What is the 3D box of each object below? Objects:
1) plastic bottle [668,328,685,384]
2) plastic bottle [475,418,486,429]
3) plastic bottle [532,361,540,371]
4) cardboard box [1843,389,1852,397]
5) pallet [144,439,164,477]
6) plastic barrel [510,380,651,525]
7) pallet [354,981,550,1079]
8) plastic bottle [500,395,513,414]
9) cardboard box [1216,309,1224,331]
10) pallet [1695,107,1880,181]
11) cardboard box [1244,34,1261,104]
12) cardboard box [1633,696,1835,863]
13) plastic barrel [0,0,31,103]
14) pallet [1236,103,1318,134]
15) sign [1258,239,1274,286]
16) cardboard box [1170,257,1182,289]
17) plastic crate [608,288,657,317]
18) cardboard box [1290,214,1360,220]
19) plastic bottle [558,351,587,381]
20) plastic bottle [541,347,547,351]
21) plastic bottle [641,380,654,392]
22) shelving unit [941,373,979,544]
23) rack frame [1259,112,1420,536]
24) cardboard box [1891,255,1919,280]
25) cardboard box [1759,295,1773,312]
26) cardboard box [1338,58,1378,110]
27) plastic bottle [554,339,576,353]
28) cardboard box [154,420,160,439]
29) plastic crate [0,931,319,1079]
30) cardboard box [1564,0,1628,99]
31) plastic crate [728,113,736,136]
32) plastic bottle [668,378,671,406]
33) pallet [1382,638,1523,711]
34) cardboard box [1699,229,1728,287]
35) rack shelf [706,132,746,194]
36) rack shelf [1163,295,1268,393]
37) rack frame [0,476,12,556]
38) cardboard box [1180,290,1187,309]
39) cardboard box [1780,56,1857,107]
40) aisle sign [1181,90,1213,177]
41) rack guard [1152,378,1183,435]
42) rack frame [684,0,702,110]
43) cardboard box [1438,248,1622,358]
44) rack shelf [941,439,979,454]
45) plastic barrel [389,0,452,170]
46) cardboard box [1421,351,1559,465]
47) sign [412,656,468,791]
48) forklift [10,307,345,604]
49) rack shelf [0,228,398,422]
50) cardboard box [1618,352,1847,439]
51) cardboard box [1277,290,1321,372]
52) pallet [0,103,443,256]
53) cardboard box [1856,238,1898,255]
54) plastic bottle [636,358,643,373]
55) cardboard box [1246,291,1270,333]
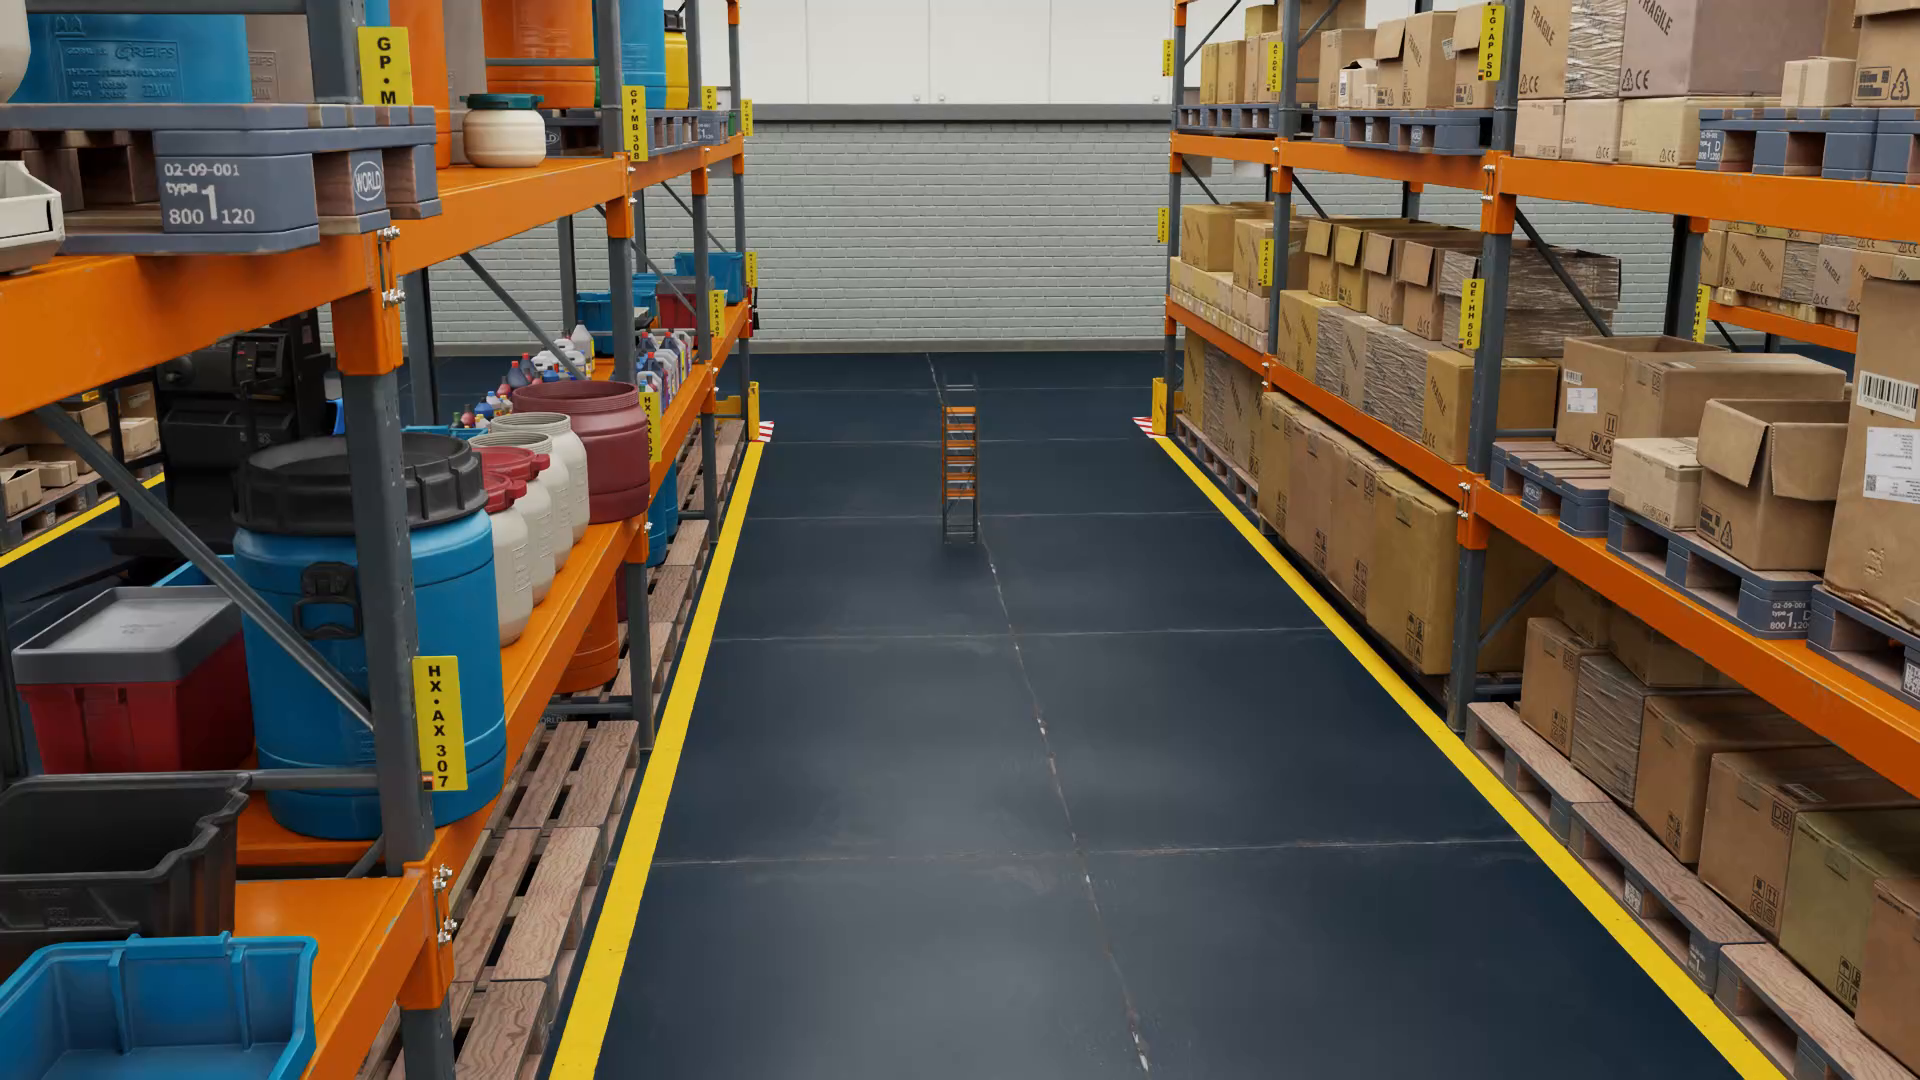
[{"bbox_3d":[-1.854,-1.180,10.693,0.144,0.351,0.185,-1,14,-3],"label":"plastic bottle"},{"bbox_3d":[-2.443,-0.517,8.415,0.097,0.201,0.097,0,14,0],"label":"plastic bottle"},{"bbox_3d":[-2.537,-0.927,9.869,0.097,0.271,0.097,0,14,0],"label":"plastic bottle"},{"bbox_3d":[7.733,-1.209,14.391,0.380,0.149,0.250,-1,14,-5],"label":"cardboard box"},{"bbox_3d":[-7.374,-0.779,14.632,1.003,0.211,1.213,-1,14,-3],"label":"pallet"},{"bbox_3d":[-1.658,-0.388,7.242,0.600,0.536,0.708,-1,14,-3],"label":"plastic barrel"},{"bbox_3d":[-1.829,1.718,4.927,1.003,0.211,1.213,-1,14,-3],"label":"pallet"},{"bbox_3d":[-2.486,-0.687,9.074,0.097,0.201,0.097,0,14,0],"label":"plastic bottle"},{"bbox_3d":[2.281,-1.773,13.402,0.380,0.149,0.250,-1,14,-4],"label":"cardboard box"},{"bbox_3d":[3.203,-1.289,5.375,1.213,0.211,1.003,-1,14,-3],"label":"pallet"},{"bbox_3d":[2.569,-3.585,12.675,0.700,0.500,0.500,0,14,-1],"label":"cardboard box"},{"bbox_3d":[3.105,0.933,6.514,0.700,0.500,0.500,0,14,1],"label":"cardboard box"},{"bbox_3d":[-1.911,-1.038,2.955,0.421,0.512,0.421,0,14,0],"label":"plastic barrel"},{"bbox_3d":[2.666,-3.118,12.282,1.003,0.211,1.213,-1,14,-3],"label":"pallet"},{"bbox_3d":[2.153,-1.953,11.701,0.100,0.325,0.005,-1,14,-3],"label":"sign"},{"bbox_3d":[2.219,-2.447,15.221,0.500,0.250,0.500,-1,14,-5],"label":"cardboard box"},{"bbox_3d":[-2.717,-1.977,13.905,0.416,0.233,0.300,-1,14,-3],"label":"plastic crate"},{"bbox_3d":[2.872,-2.314,13.199,0.500,0.500,0.500,-1,14,-5],"label":"cardboard box"},{"bbox_3d":[-2.379,-1.019,10.215,0.152,0.276,0.135,-1,14,-3],"label":"plastic bottle"},{"bbox_3d":[-2.585,-1.053,10.332,0.061,0.283,0.133,-1,14,-3],"label":"plastic bottle"},{"bbox_3d":[-1.731,-0.742,9.150,0.097,0.271,0.097,0,14,0],"label":"plastic bottle"},{"bbox_3d":[0.001,-0.577,11.863,0.258,1.200,0.189,-1,14,-3],"label":"shelving unit"},{"bbox_3d":[2.706,-1.504,11.853,1.000,3.000,0.127,-1,14,-3],"label":"rack frame"},{"bbox_3d":[7.351,-1.864,12.454,0.500,0.500,0.500,-1,14,-3],"label":"cardboard box"},{"bbox_3d":[7.274,-2.083,14.605,0.380,0.149,0.250,-1,14,-4],"label":"cardboard box"},{"bbox_3d":[2.684,-2.843,10.372,0.500,0.311,0.500,-1,14,-5],"label":"cardboard box"},{"bbox_3d":[-2.566,-1.156,10.747,0.152,0.276,0.135,-1,14,-3],"label":"plastic bottle"},{"bbox_3d":[-7.214,-0.954,14.519,0.380,0.166,0.250,-1,14,-3],"label":"cardboard box"},{"bbox_3d":[-1.402,0.905,2.788,0.499,0.251,0.616,-1,14,-3],"label":"plastic crate"},{"bbox_3d":[2.754,-2.006,6.578,0.500,0.500,0.500,-1,14,-3],"label":"cardboard box"},{"bbox_3d":[-2.139,-3.532,14.139,0.450,0.188,0.336,-1,14,-3],"label":"plastic crate"},{"bbox_3d":[-1.779,-0.903,9.914,0.097,0.201,0.097,0,14,0],"label":"plastic bottle"},{"bbox_3d":[2.981,0.644,9.101,1.003,0.211,1.213,-1,14,-3],"label":"pallet"},{"bbox_3d":[7.167,-2.627,15.419,0.500,0.500,0.500,0,14,-1],"label":"cardboard box"},{"bbox_3d":[-2.361,-3.030,13.205,1.077,0.370,4.000,-1,14,-3],"label":"rack shelf"},{"bbox_3d":[2.582,-1.653,13.876,1.077,0.370,4.000,-1,14,-3],"label":"rack shelf"},{"bbox_3d":[-7.181,-1.352,11.262,1.000,3.000,0.127,-1,14,-3],"label":"rack frame"},{"bbox_3d":[2.185,-2.157,14.892,0.380,0.149,0.250,-1,14,-5],"label":"cardboard box"},{"bbox_3d":[2.986,-1.522,5.530,0.380,0.166,0.250,-1,14,-5],"label":"cardboard box"},{"bbox_3d":[2.155,-3.771,15.447,0.394,0.787,0.004,-1,14,-3],"label":"aisle sign"},{"bbox_3d":[2.457,-1.294,16.054,1.175,0.500,0.348,-1,14,-3],"label":"rack guard"},{"bbox_3d":[-2.237,-4.333,10.808,1.000,3.000,0.127,-1,14,-3],"label":"rack frame"},{"bbox_3d":[2.925,-1.226,8.557,0.797,0.503,0.637,0,14,-2],"label":"cardboard box"},{"bbox_3d":[0.001,-0.651,11.844,0.258,0.103,0.180,-1,14,-3],"label":"rack shelf"},{"bbox_3d":[-2.114,-1.723,5.823,0.600,0.830,0.708,-1,14,-3],"label":"plastic barrel"},{"bbox_3d":[2.676,-0.677,8.436,0.500,0.500,0.500,0,14,-2],"label":"cardboard box"},{"bbox_3d":[-1.192,0.422,3.811,0.100,0.325,0.005,-1,14,-3],"label":"sign"},{"bbox_3d":[-4.917,-1.192,10.776,1.130,2.935,3.031,3,15,12],"label":"forklift"},{"bbox_3d":[-1.618,-0.045,1.606,1.077,0.370,4.000,-1,14,-3],"label":"rack shelf"},{"bbox_3d":[3.162,-0.490,6.869,0.700,0.500,0.500,1,14,5],"label":"cardboard box"},{"bbox_3d":[2.485,-1.434,11.381,0.500,0.500,0.500,-1,14,-3],"label":"cardboard box"},{"bbox_3d":[-1.599,-0.622,2.781,1.213,0.211,1.003,-1,14,-3],"label":"pallet"},{"bbox_3d":[7.327,-2.474,12.816,0.500,0.500,0.500,-1,14,-5],"label":"cardboard box"},{"bbox_3d":[-1.937,-0.958,9.990,0.097,0.271,0.097,0,14,0],"label":"plastic bottle"},{"bbox_3d":[2.417,-1.681,12.246,0.500,0.250,0.500,-1,14,-4],"label":"cardboard box"}]
